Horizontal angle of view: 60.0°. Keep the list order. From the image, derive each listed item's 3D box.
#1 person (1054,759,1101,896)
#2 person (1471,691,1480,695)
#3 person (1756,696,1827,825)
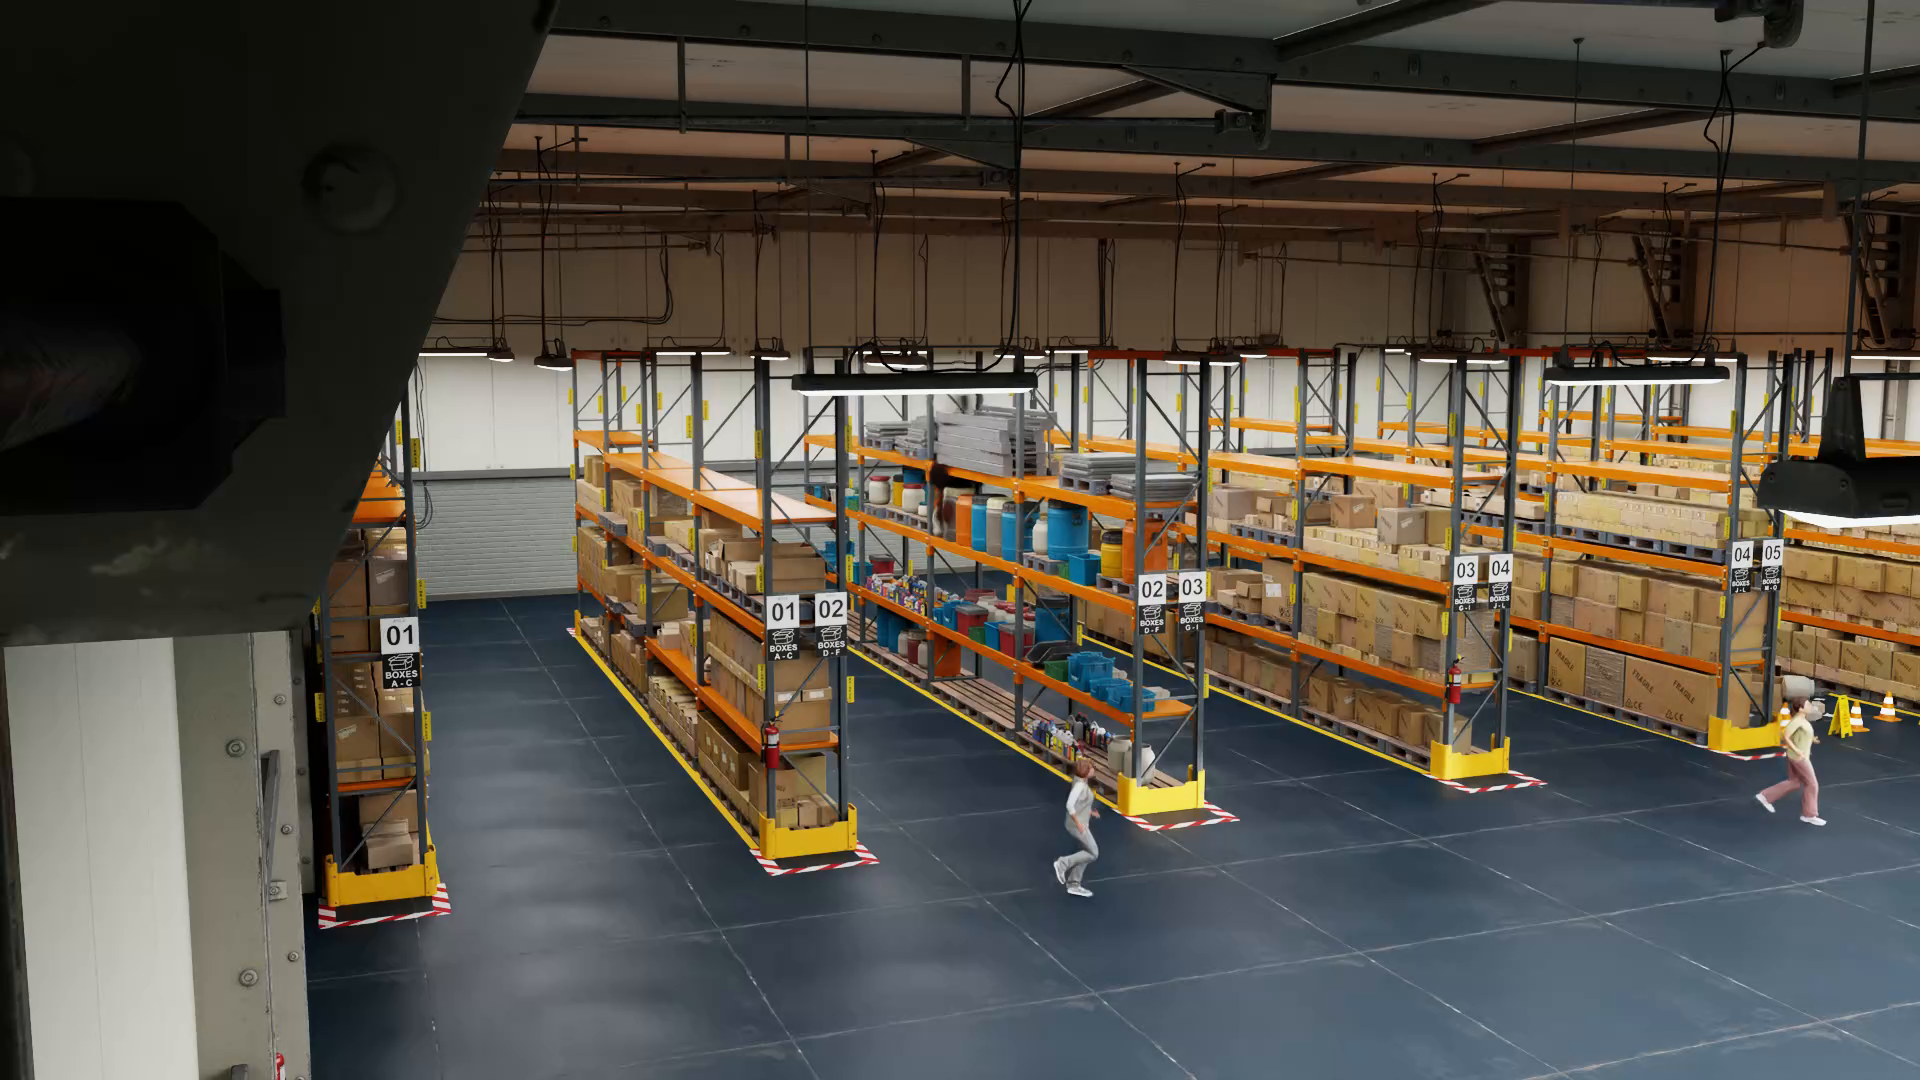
[{"bbox_3d":[1.329,3.242,18.797,0.531,1.558,0.552,0,7,2],"label":"person"},{"bbox_3d":[9.020,1.877,29.409,0.561,1.652,0.590,-3,8,-24],"label":"person"},{"bbox_3d":[10.819,2.838,21.571,0.851,1.673,0.569,3,8,21],"label":"person"}]
